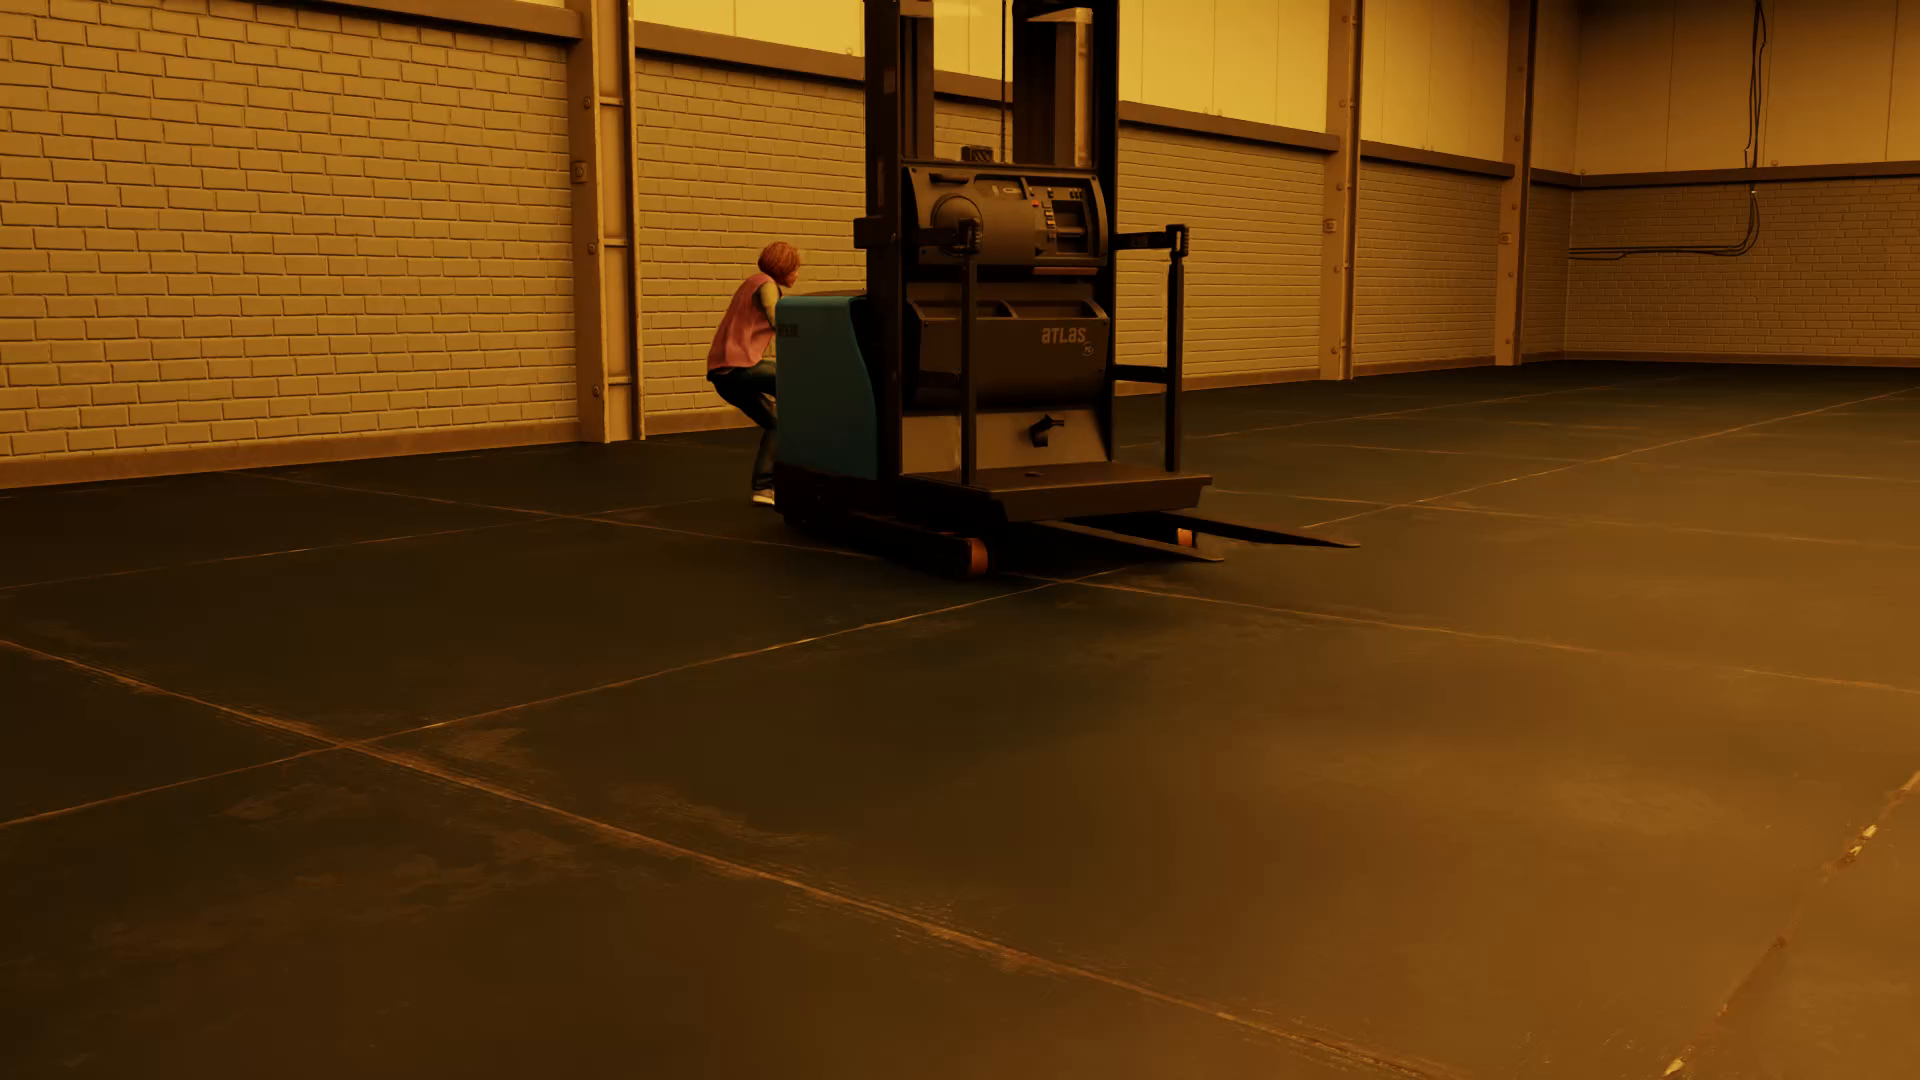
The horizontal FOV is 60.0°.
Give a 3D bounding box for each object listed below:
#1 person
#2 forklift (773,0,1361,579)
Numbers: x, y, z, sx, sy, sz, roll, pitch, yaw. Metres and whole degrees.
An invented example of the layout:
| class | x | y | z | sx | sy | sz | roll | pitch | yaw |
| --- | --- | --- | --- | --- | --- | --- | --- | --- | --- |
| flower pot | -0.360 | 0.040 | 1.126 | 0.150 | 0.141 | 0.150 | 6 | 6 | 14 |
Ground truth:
| class | x | y | z | sx | sy | sz | roll | pitch | yaw |
| --- | --- | --- | --- | --- | --- | --- | --- | --- | --- |
| person | -0.918 | -0.886 | 8.824 | 0.827 | 1.365 | 0.825 | -6 | 10 | -36 |
| forklift | 0.317 | -1.375 | 6.677 | 1.130 | 2.935 | 3.031 | -5 | 10 | -31 |
